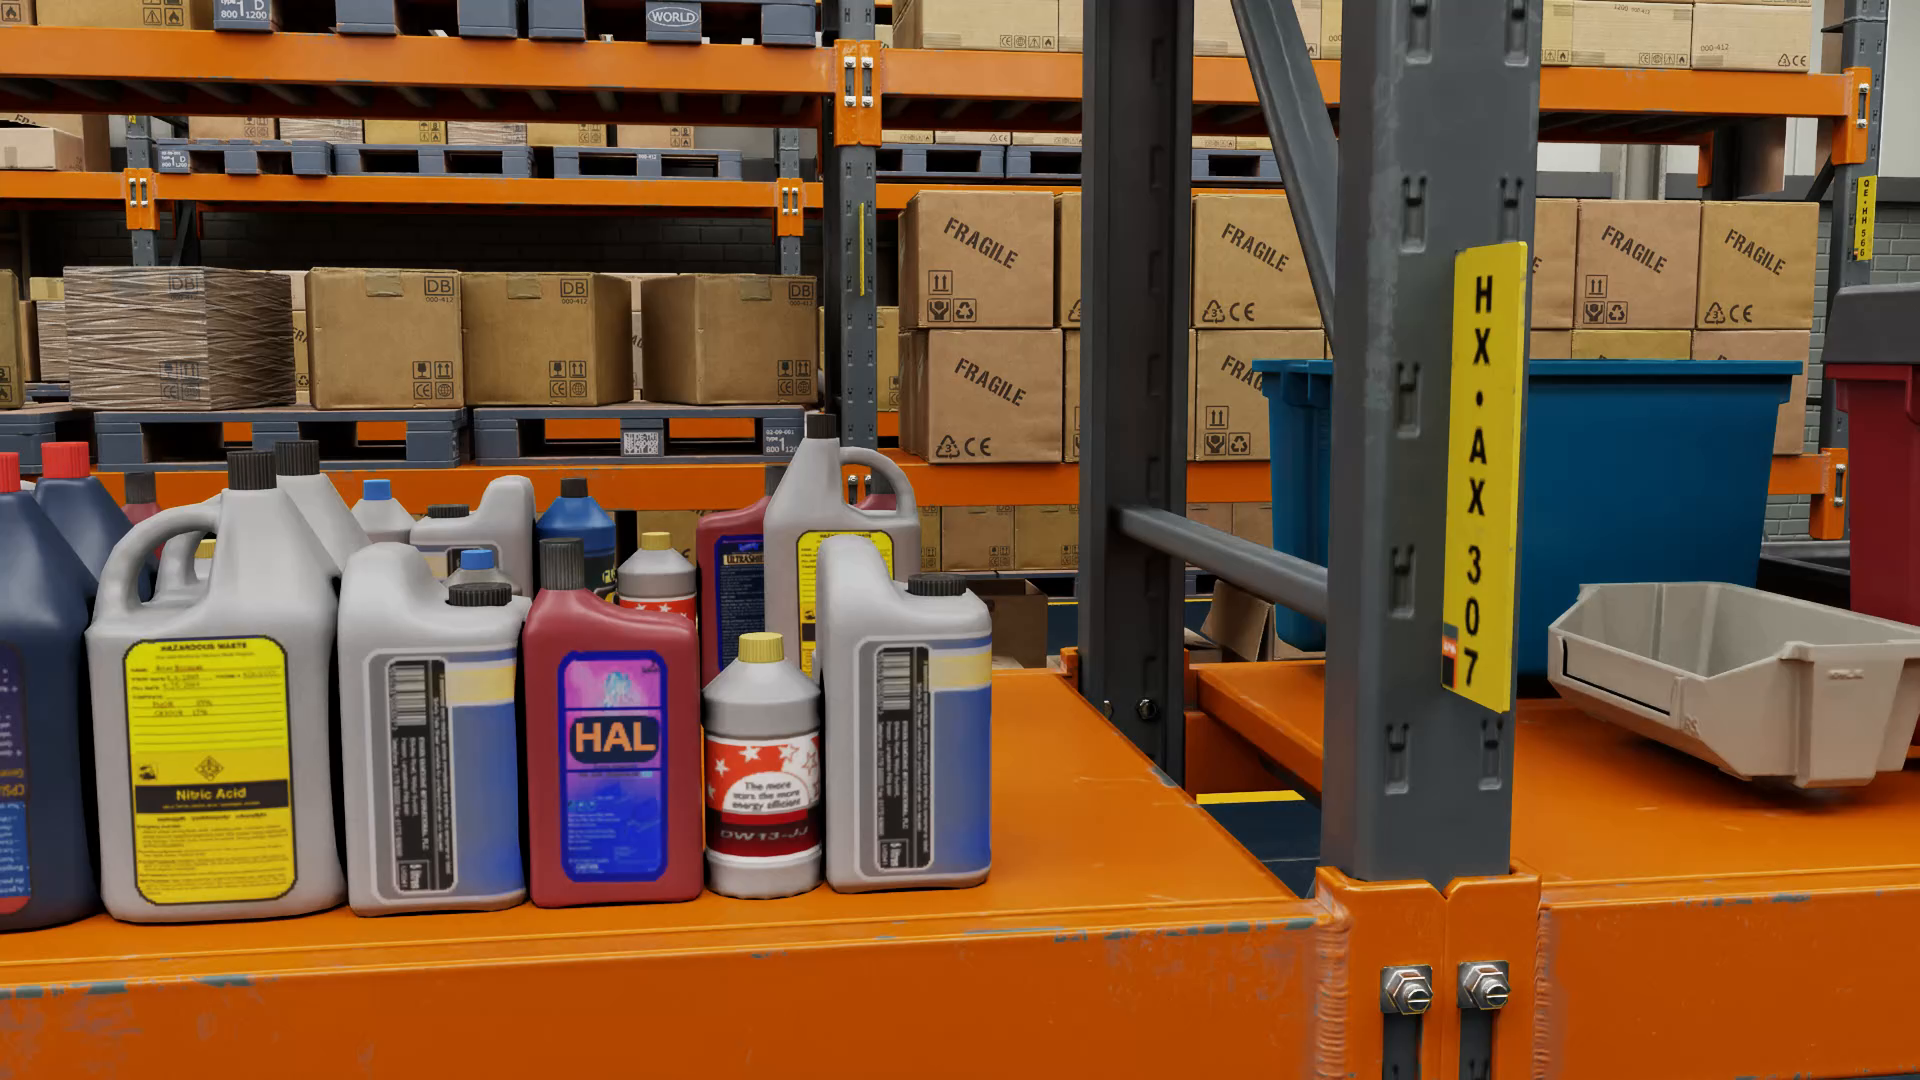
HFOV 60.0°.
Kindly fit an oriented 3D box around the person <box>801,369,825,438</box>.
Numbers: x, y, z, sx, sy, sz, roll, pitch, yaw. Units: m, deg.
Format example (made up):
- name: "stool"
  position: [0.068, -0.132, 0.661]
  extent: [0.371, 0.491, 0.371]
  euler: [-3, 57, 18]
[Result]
- name: "person"
  position: [-0.871, -0.029, 8.130]
  extent: [0.535, 1.653, 0.452]
  euler: [-1, 7, -10]
